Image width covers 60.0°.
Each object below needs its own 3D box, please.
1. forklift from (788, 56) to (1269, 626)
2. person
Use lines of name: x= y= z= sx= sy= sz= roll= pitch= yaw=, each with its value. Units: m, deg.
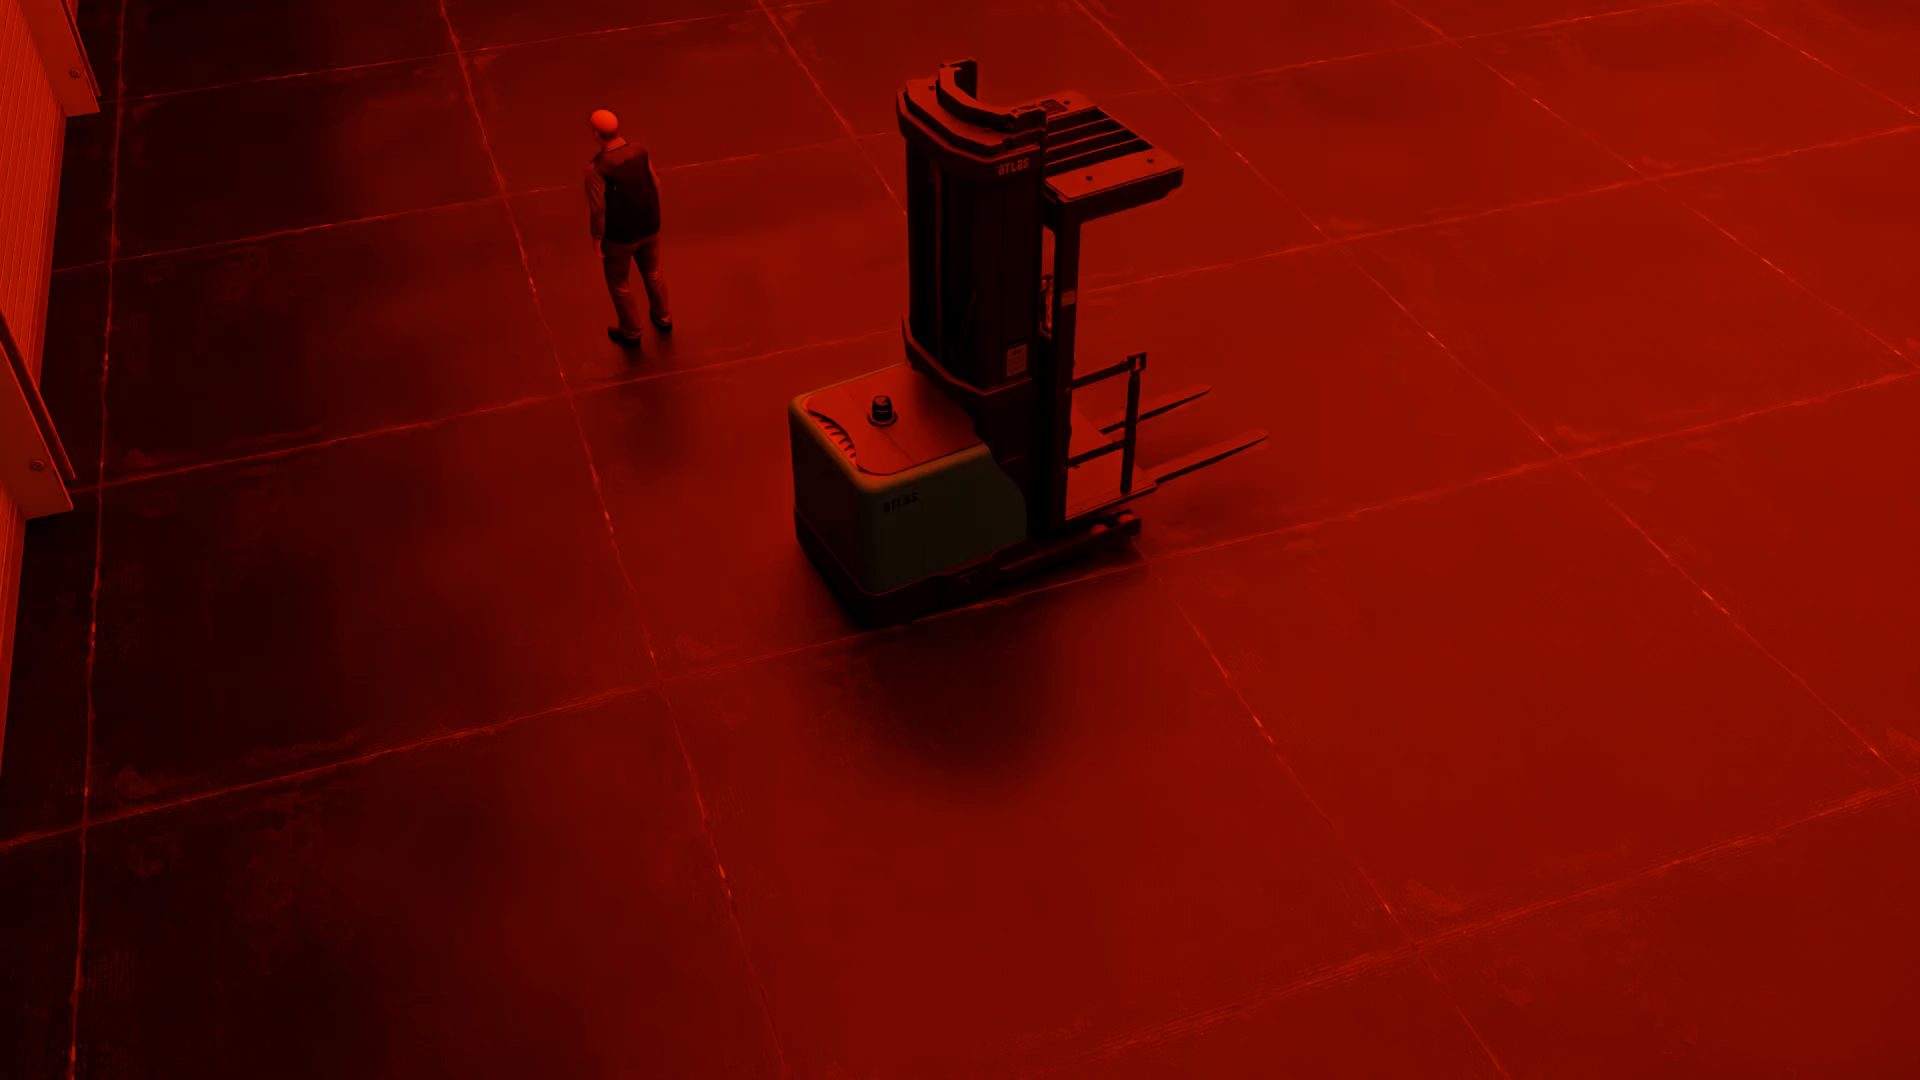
forklift: x=0.524 y=-1.328 z=9.578 sx=3.031 sy=2.935 sz=1.130 roll=-21 pitch=44 yaw=-23
person: x=-2.292 y=-2.144 z=11.493 sx=0.424 sy=1.719 sz=0.579 roll=32 pitch=50 yaw=33
